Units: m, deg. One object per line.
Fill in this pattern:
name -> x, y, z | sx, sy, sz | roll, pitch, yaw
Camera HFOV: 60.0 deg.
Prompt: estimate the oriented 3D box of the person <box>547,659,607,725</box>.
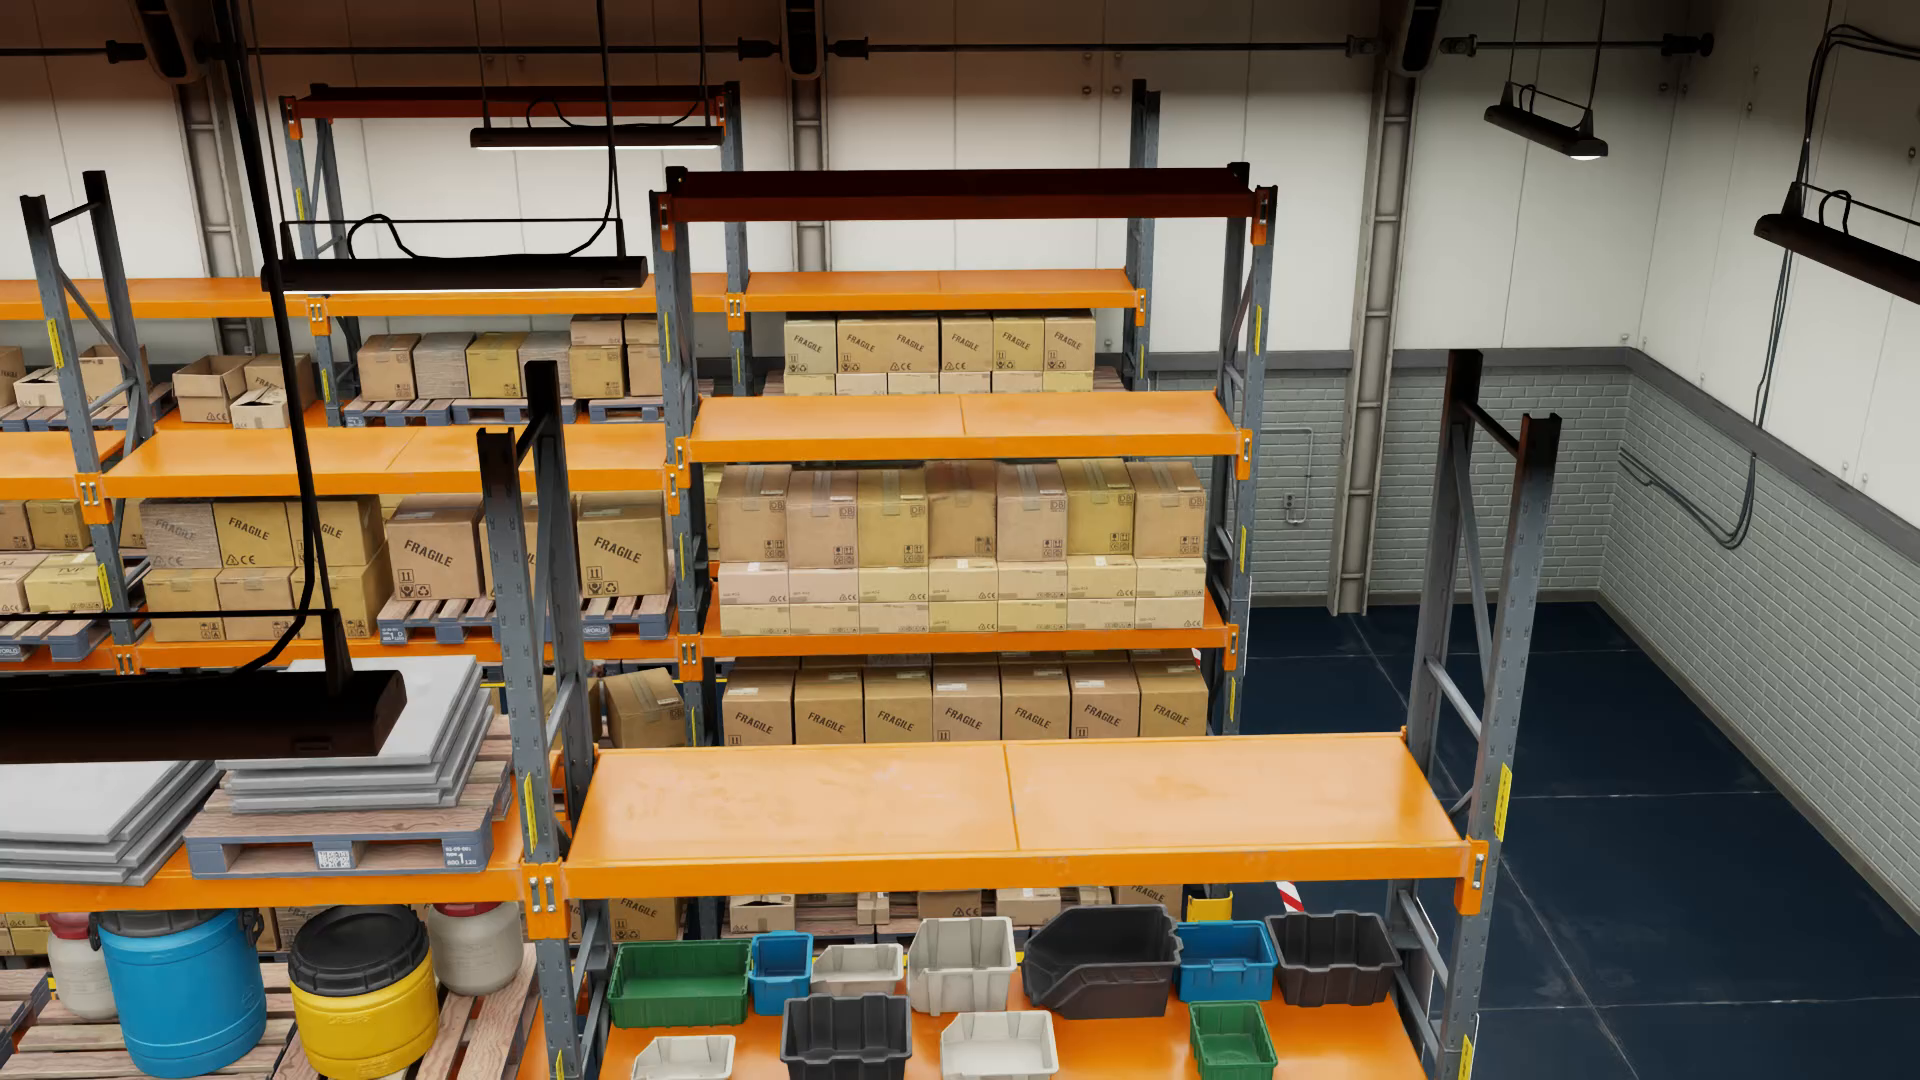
person -> -3.768, 1.121, 16.081 | 1.143, 1.706, 0.550 | -8, 24, -19
